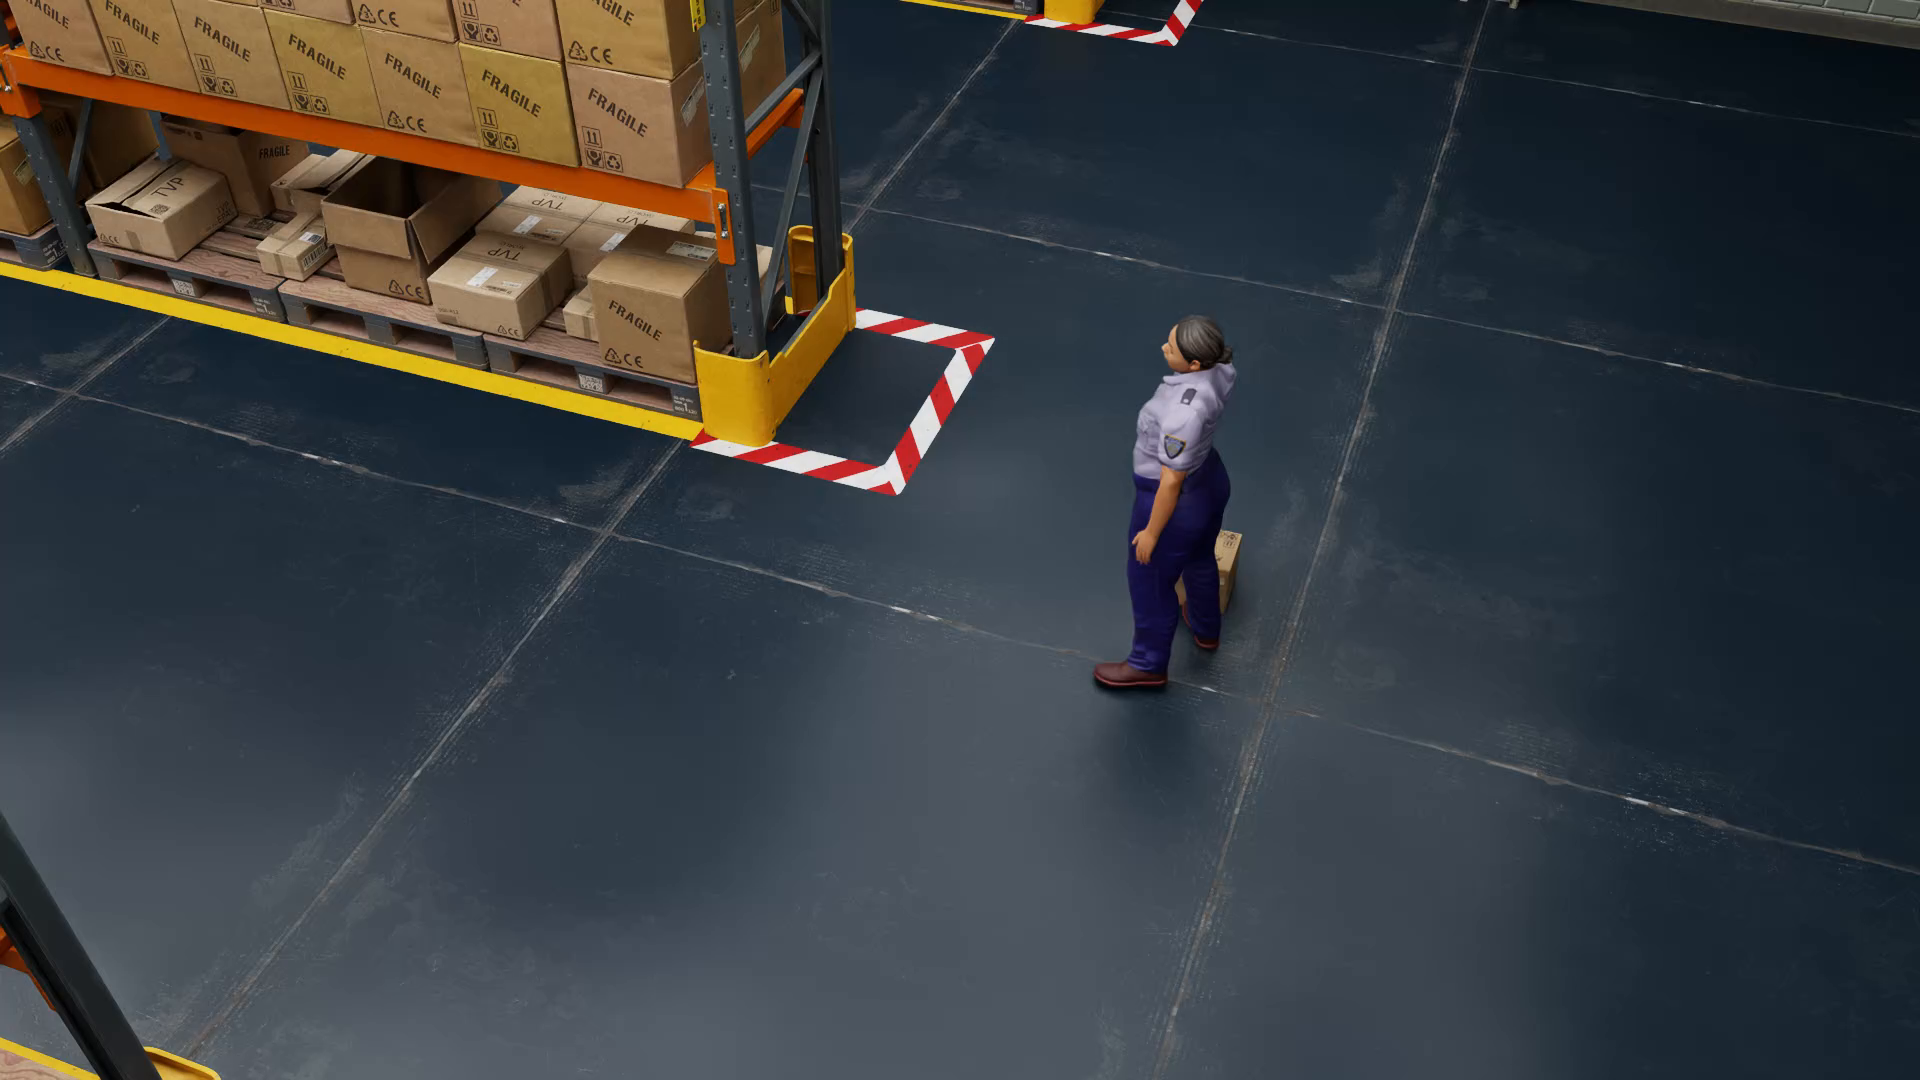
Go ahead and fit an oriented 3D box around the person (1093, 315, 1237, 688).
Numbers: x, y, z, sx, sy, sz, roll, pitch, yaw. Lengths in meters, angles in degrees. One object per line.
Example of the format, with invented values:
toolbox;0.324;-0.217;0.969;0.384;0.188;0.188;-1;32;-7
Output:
person;0.841;-0.160;6.321;0.380;1.654;0.635;22;46;23
